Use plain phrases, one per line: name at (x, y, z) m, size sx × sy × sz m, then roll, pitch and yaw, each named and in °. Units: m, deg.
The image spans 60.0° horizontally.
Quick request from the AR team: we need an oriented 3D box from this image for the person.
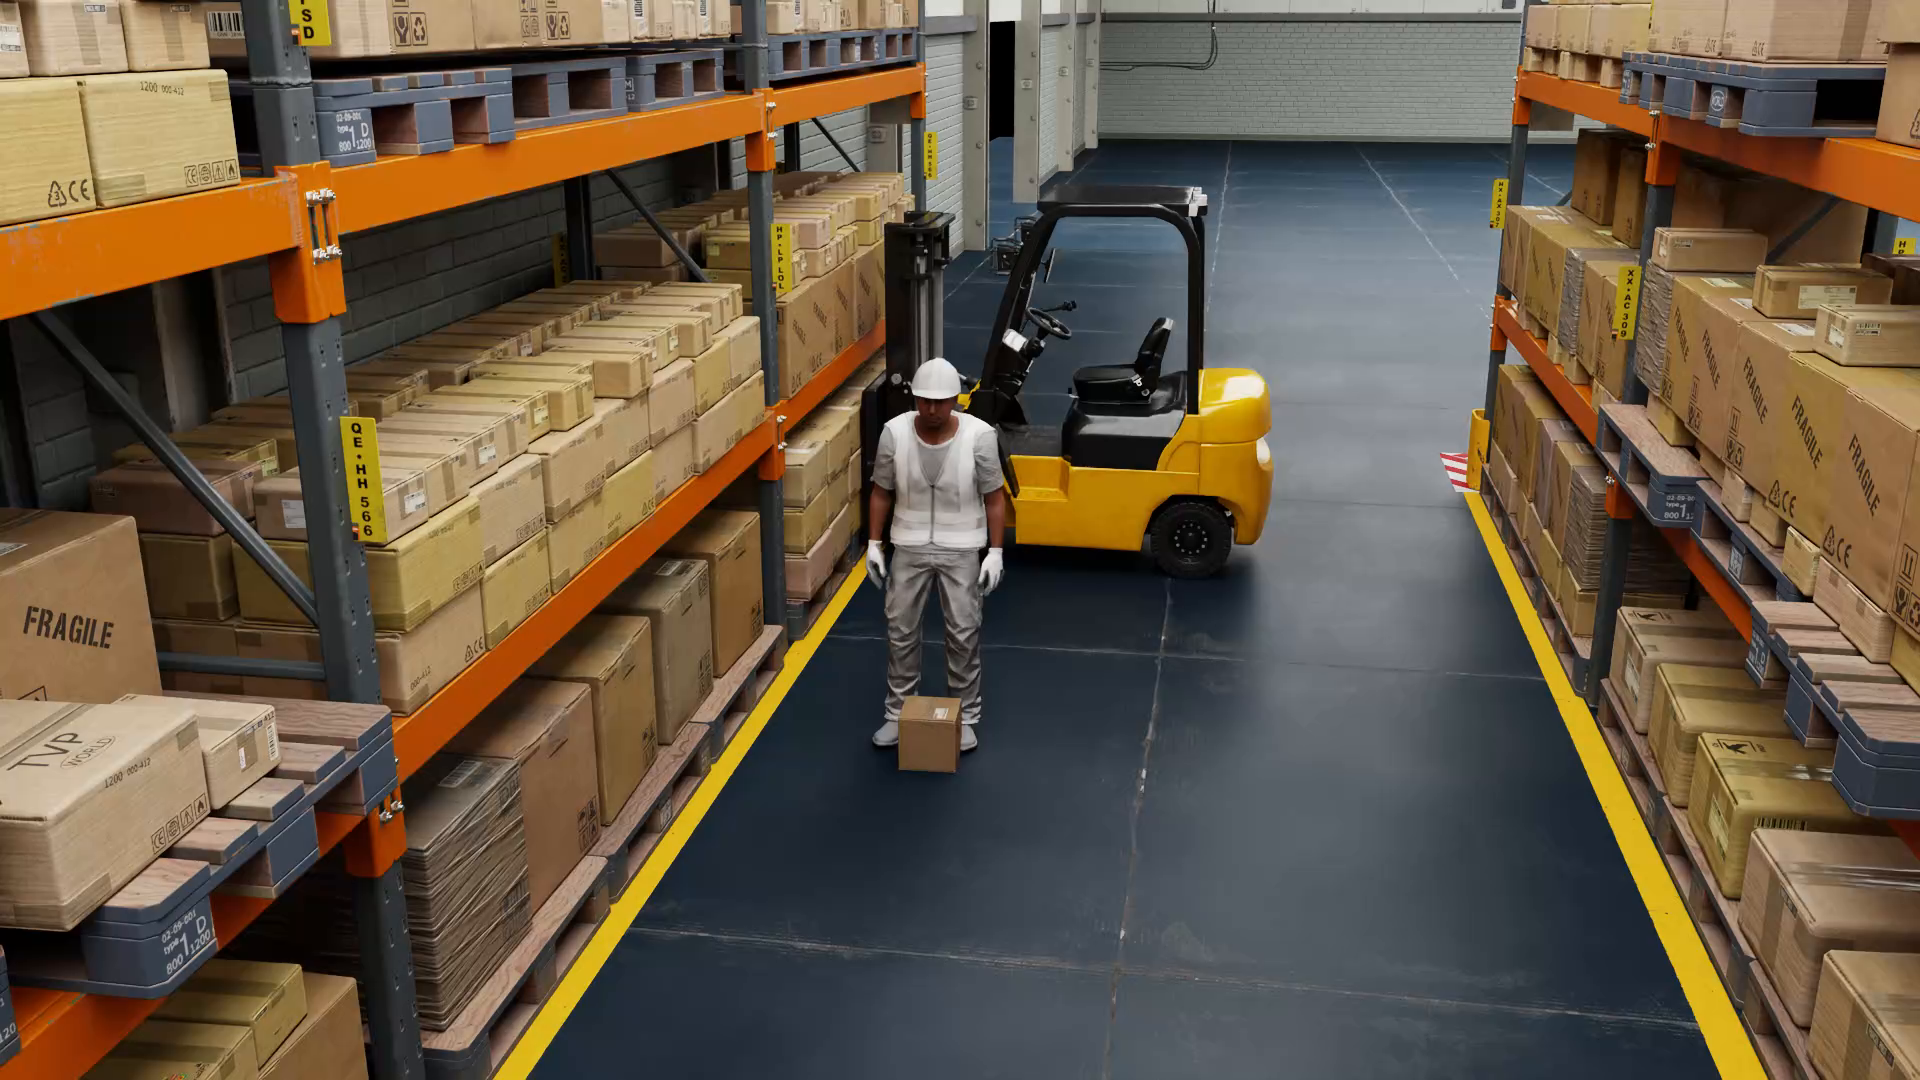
person at (-0.111, 0.062, 7.339) m, size 0.619 × 1.774 × 0.446 m, roll 3°, pitch 18°, yaw 9°
